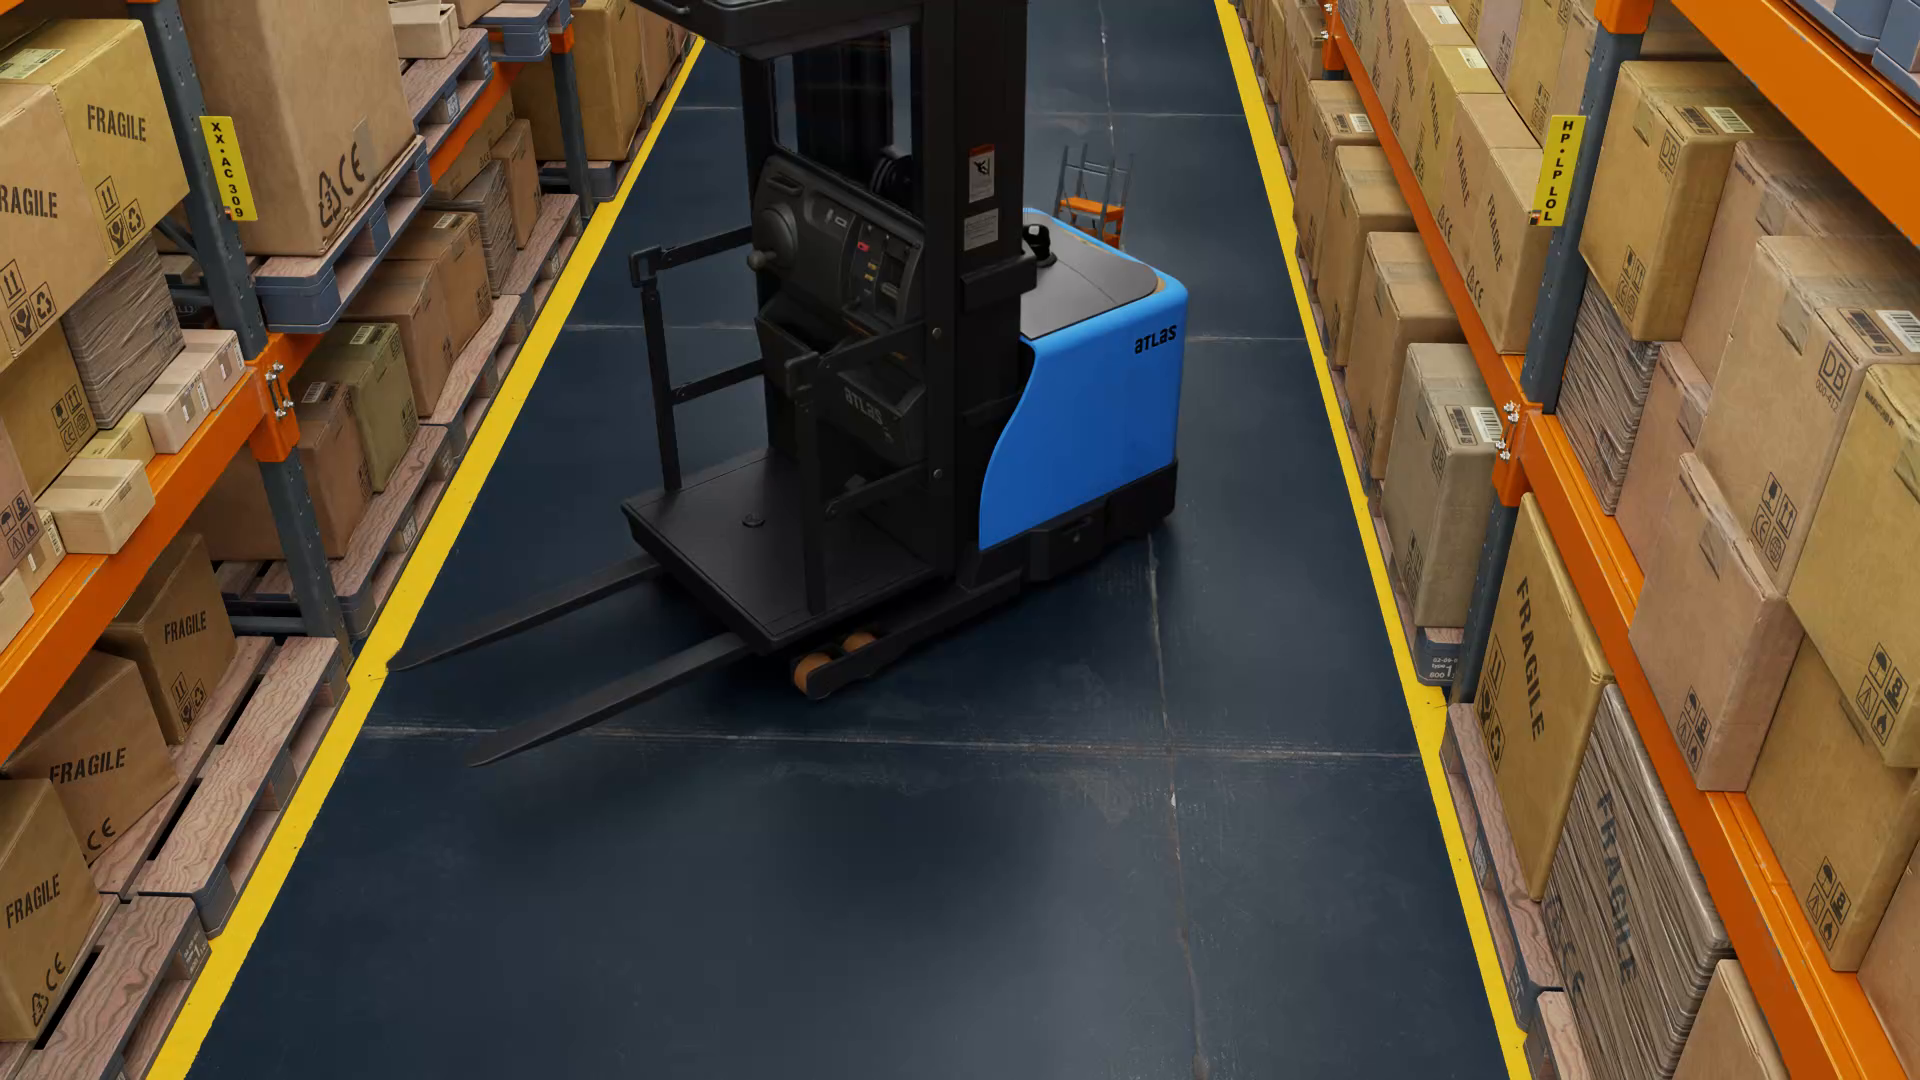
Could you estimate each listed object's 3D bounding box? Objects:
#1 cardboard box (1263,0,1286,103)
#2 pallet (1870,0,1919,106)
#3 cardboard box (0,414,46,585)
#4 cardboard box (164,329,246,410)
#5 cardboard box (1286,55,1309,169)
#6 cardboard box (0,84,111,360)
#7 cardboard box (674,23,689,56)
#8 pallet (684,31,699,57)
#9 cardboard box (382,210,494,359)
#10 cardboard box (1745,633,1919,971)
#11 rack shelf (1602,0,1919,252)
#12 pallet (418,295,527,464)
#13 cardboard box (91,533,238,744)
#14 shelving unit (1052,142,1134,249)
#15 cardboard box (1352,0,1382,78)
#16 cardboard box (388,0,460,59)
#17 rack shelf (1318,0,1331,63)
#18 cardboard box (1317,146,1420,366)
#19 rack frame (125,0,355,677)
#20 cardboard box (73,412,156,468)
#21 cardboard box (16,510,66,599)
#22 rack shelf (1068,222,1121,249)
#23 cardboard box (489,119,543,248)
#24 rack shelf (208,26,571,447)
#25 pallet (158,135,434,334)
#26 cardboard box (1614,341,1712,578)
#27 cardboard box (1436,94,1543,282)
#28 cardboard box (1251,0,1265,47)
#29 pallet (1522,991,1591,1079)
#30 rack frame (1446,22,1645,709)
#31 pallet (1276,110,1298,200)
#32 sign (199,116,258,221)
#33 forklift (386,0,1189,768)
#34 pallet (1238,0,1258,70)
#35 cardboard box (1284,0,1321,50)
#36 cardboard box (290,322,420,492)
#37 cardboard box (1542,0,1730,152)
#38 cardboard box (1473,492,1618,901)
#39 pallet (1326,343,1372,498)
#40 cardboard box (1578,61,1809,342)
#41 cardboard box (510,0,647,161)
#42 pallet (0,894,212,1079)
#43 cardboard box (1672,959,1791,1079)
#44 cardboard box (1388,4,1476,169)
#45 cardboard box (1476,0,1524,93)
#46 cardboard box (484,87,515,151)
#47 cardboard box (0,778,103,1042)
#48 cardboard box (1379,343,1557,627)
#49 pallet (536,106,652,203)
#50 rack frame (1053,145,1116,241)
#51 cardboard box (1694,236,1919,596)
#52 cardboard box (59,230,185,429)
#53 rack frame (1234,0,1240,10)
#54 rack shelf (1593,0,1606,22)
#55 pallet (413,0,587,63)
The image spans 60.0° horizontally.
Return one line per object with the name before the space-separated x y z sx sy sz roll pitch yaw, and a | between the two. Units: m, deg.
cardboard box | 2.181 -3.021 10.248 0.500 0.500 0.500 0 35 0
pallet | 2.130 -0.609 2.476 1.003 0.211 1.213 1 35 2
cardboard box | -2.781 -0.089 3.922 0.875 0.500 0.500 1 35 2
cardboard box | -2.442 -0.527 5.109 0.380 0.149 0.250 1 35 2
cardboard box | 2.151 -2.418 9.391 0.500 0.500 0.500 1 35 2
cardboard box | -2.489 -0.779 4.035 0.500 0.500 0.500 1 35 2
cardboard box | -2.446 -3.777 10.998 1.225 0.875 0.875 0 35 0
pallet | -2.361 -3.770 11.931 1.003 0.211 1.213 1 35 2
cardboard box | -2.598 -1.185 7.619 0.700 0.500 0.500 4 35 6
cardboard box | 2.162 0.495 3.307 0.875 0.550 0.500 1 35 2
rack shelf | 2.145 -0.371 2.686 1.077 0.370 4.000 1 35 2
pallet | -2.651 -0.769 7.660 1.003 0.211 1.213 1 35 2
cardboard box | -2.783 0.320 5.495 0.500 0.500 0.500 0 35 0
shelving unit | 0.512 -1.109 7.275 0.258 1.200 0.189 19 25 25
cardboard box | 2.080 -2.382 7.444 0.500 0.500 0.500 1 35 1
cardboard box | -2.363 -2.210 7.038 0.396 0.266 0.258 0 35 1
rack shelf | 2.466 -3.740 10.088 1.077 0.370 4.000 1 35 2
cardboard box | 2.240 -1.286 7.563 1.050 0.750 0.750 2 35 3
rack frame | -2.727 -0.760 5.222 1.000 3.000 0.127 1 35 2
cardboard box | -2.531 -0.241 4.703 0.380 0.149 0.250 1 35 2
cardboard box | -2.572 0.046 4.295 0.380 0.149 0.250 1 35 2
rack shelf | 0.537 -1.288 7.201 0.258 0.103 0.180 19 25 25
cardboard box | -2.573 -1.830 8.536 0.700 0.500 0.500 0 35 -1
rack shelf | -2.646 -1.614 7.064 1.077 0.370 4.000 1 35 2
pallet | -2.551 -1.117 5.897 1.003 0.211 1.213 1 35 2
cardboard box | 2.223 -0.120 4.181 0.875 0.550 0.550 1 35 2
cardboard box | 1.999 -1.224 5.796 0.500 0.500 0.500 1 35 1
cardboard box | 2.232 -3.610 11.087 0.500 0.500 0.500 3 35 4
pallet | 2.070 1.692 4.159 1.003 0.211 1.213 1 35 2
rack frame | 2.225 -0.587 4.977 1.000 3.000 0.127 1 35 2
pallet | 2.419 -2.193 9.687 1.003 0.211 1.213 1 35 2
sign | -2.184 -1.106 4.962 0.100 0.325 0.005 1 35 2
forklift | -0.593 -0.975 5.589 3.031 2.935 1.130 -24 42 -30
pallet | 2.517 -3.595 11.682 1.003 0.211 1.213 1 35 2
cardboard box | 2.161 -3.030 9.610 0.500 0.250 0.500 2 35 3
cardboard box | -2.643 -0.543 6.705 0.700 0.500 0.500 1 35 2
cardboard box | 2.239 -1.322 5.066 0.700 0.500 0.500 1 35 1
cardboard box | 2.130 0.470 4.955 0.875 0.875 0.875 2 35 3
pallet | 2.227 -0.594 7.412 1.003 0.211 1.213 1 35 2
cardboard box | 2.176 -0.879 4.323 0.875 0.550 0.550 1 35 2
cardboard box | -2.518 -2.756 9.546 1.225 0.875 0.875 0 35 0
pallet | -2.765 1.471 4.474 1.003 0.211 1.213 1 35 2
cardboard box | 2.059 1.512 3.473 0.875 0.875 0.875 1 35 1
cardboard box | 2.038 -1.806 6.624 0.500 0.500 0.500 1 35 1
cardboard box | 2.279 -1.908 5.900 0.700 0.500 0.500 2 35 2
cardboard box | -2.563 -2.136 8.320 0.500 0.250 0.500 3 35 4
cardboard box | -2.745 1.008 4.516 0.500 0.500 0.500 -2 35 -2
cardboard box | 2.160 -0.197 6.013 1.050 0.750 0.750 1 35 2
pallet | -2.459 -2.368 9.936 1.003 0.211 1.213 1 35 2
rack frame | 0.465 -1.085 7.200 0.240 1.200 0.006 19 25 25
cardboard box | 2.111 -0.253 3.432 0.875 0.550 0.550 1 35 2
cardboard box | -2.807 -0.665 4.742 0.875 0.500 0.500 1 35 2
rack frame | 2.547 -5.183 11.517 1.000 3.000 0.127 1 35 2
rack shelf | 2.306 -2.669 5.956 1.077 0.370 4.000 1 35 2
pallet | -2.488 -2.567 7.961 1.213 0.211 1.003 1 35 2
